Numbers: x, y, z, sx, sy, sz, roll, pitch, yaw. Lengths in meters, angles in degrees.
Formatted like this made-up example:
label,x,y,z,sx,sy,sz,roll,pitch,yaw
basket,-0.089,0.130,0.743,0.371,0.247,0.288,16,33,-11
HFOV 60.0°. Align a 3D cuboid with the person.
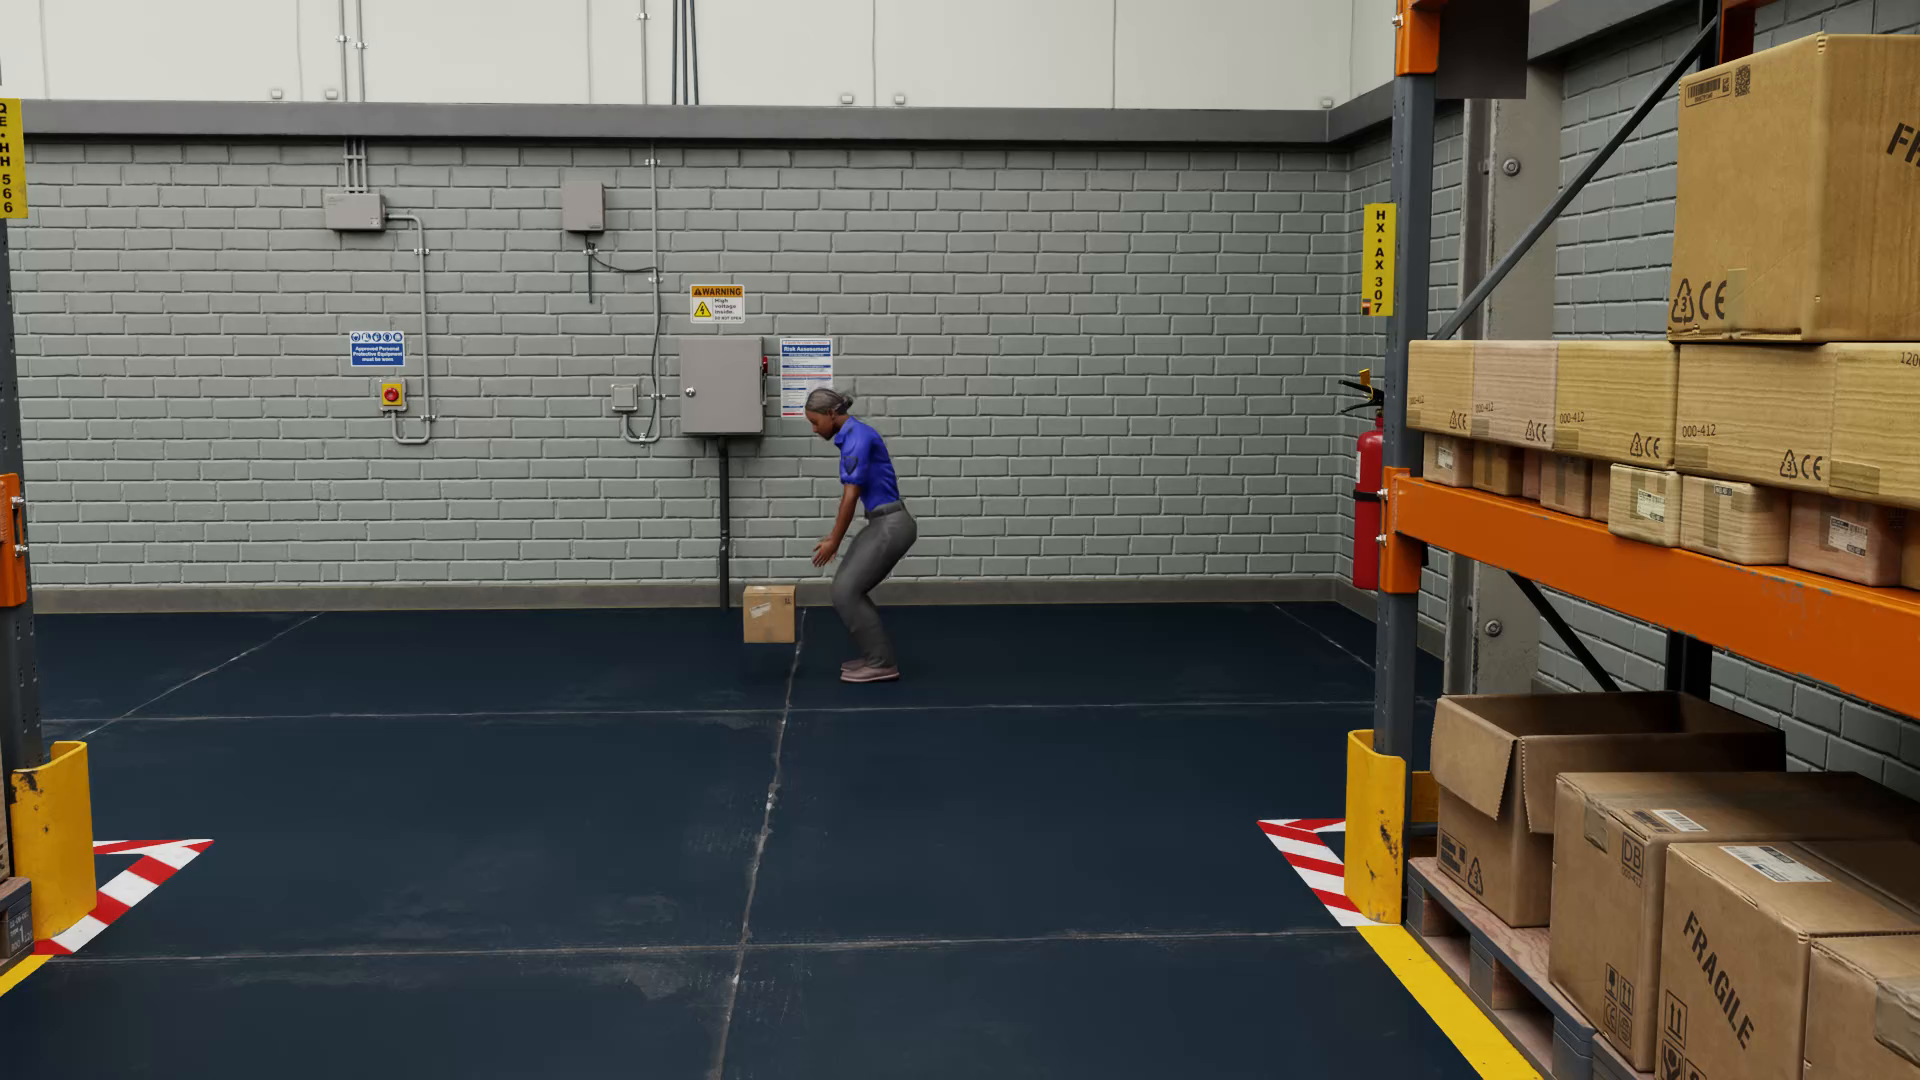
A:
label,x,y,z,sx,sy,sz,roll,pitch,yaw
person,-0.489,-0.023,8.316,0.556,1.465,0.490,0,7,-3
